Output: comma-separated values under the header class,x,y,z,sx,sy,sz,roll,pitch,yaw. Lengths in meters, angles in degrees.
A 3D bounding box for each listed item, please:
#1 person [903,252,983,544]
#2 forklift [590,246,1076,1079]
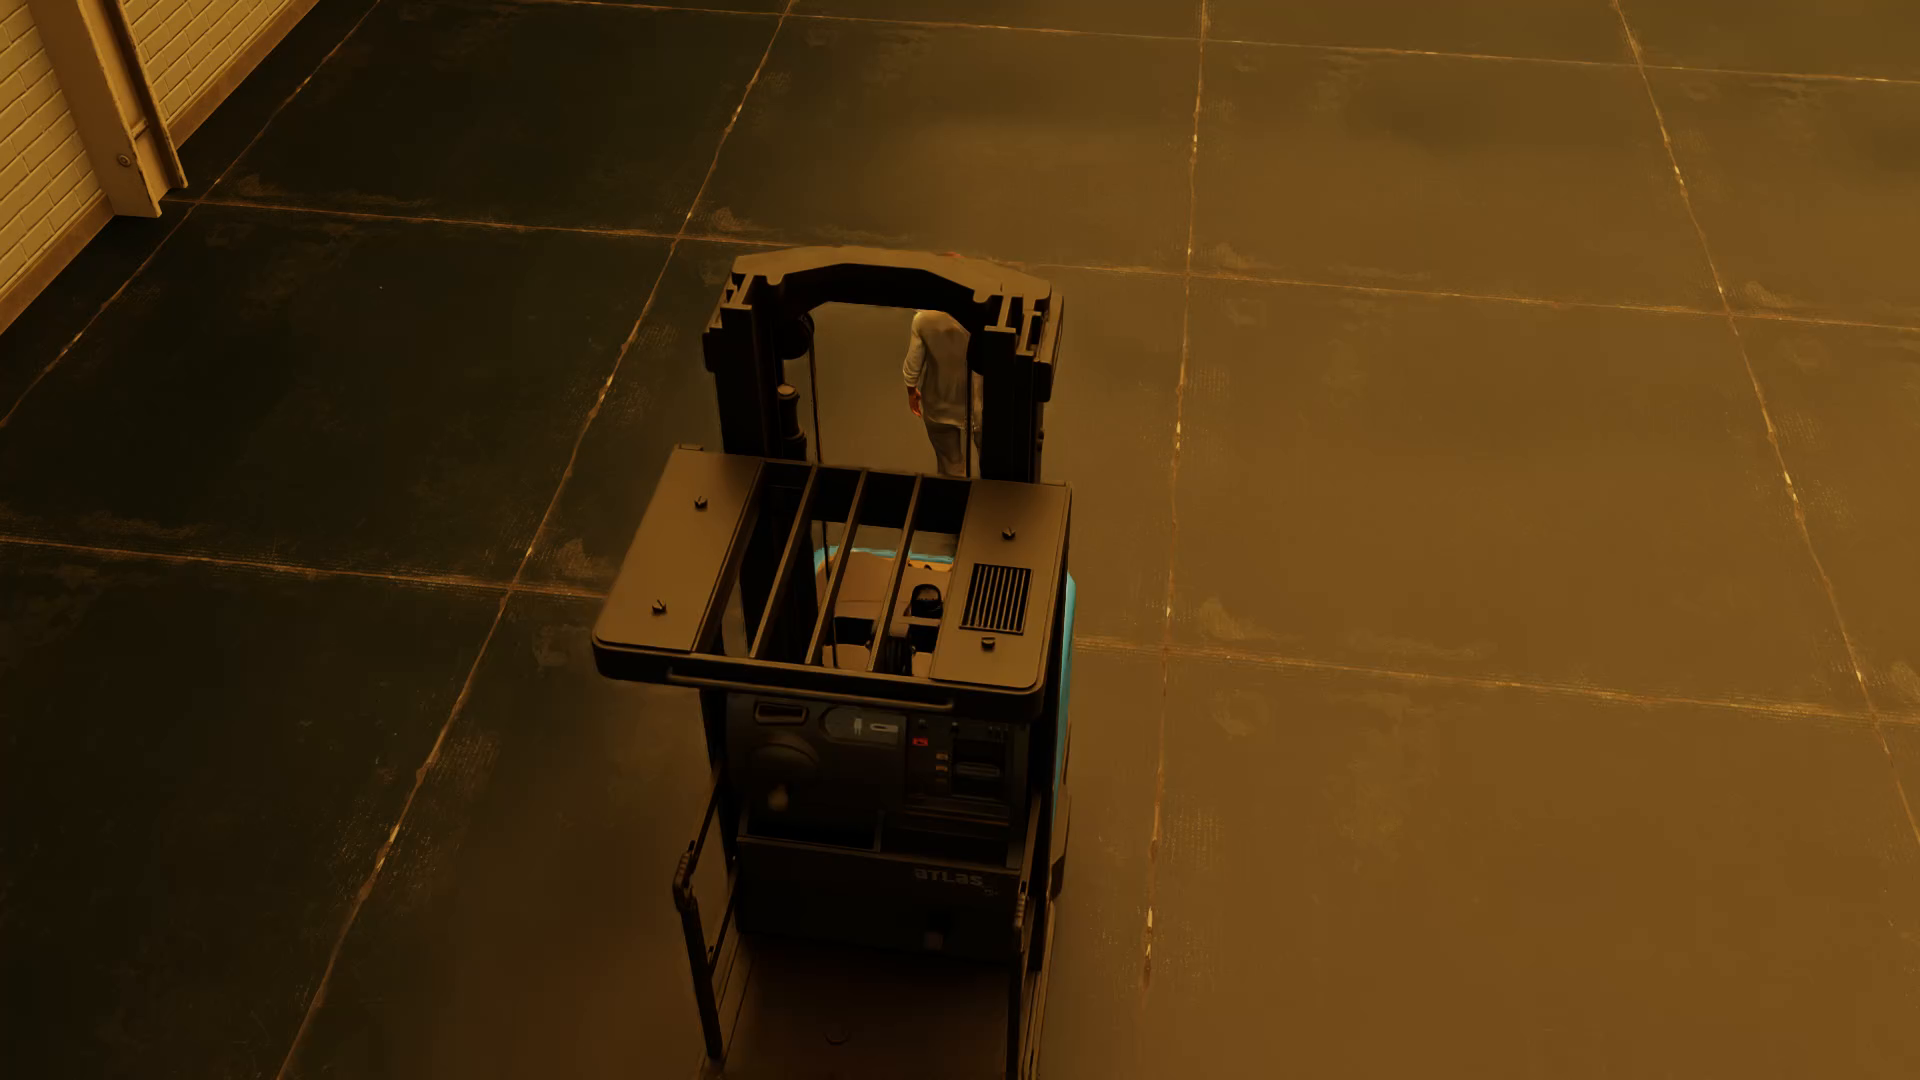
class,x,y,z,sx,sy,sz,roll,pitch,yaw
person,0.023,-0.642,7.399,0.521,1.599,0.473,5,43,6
forklift,-0.283,0.752,4.905,1.130,2.935,3.031,6,43,6
